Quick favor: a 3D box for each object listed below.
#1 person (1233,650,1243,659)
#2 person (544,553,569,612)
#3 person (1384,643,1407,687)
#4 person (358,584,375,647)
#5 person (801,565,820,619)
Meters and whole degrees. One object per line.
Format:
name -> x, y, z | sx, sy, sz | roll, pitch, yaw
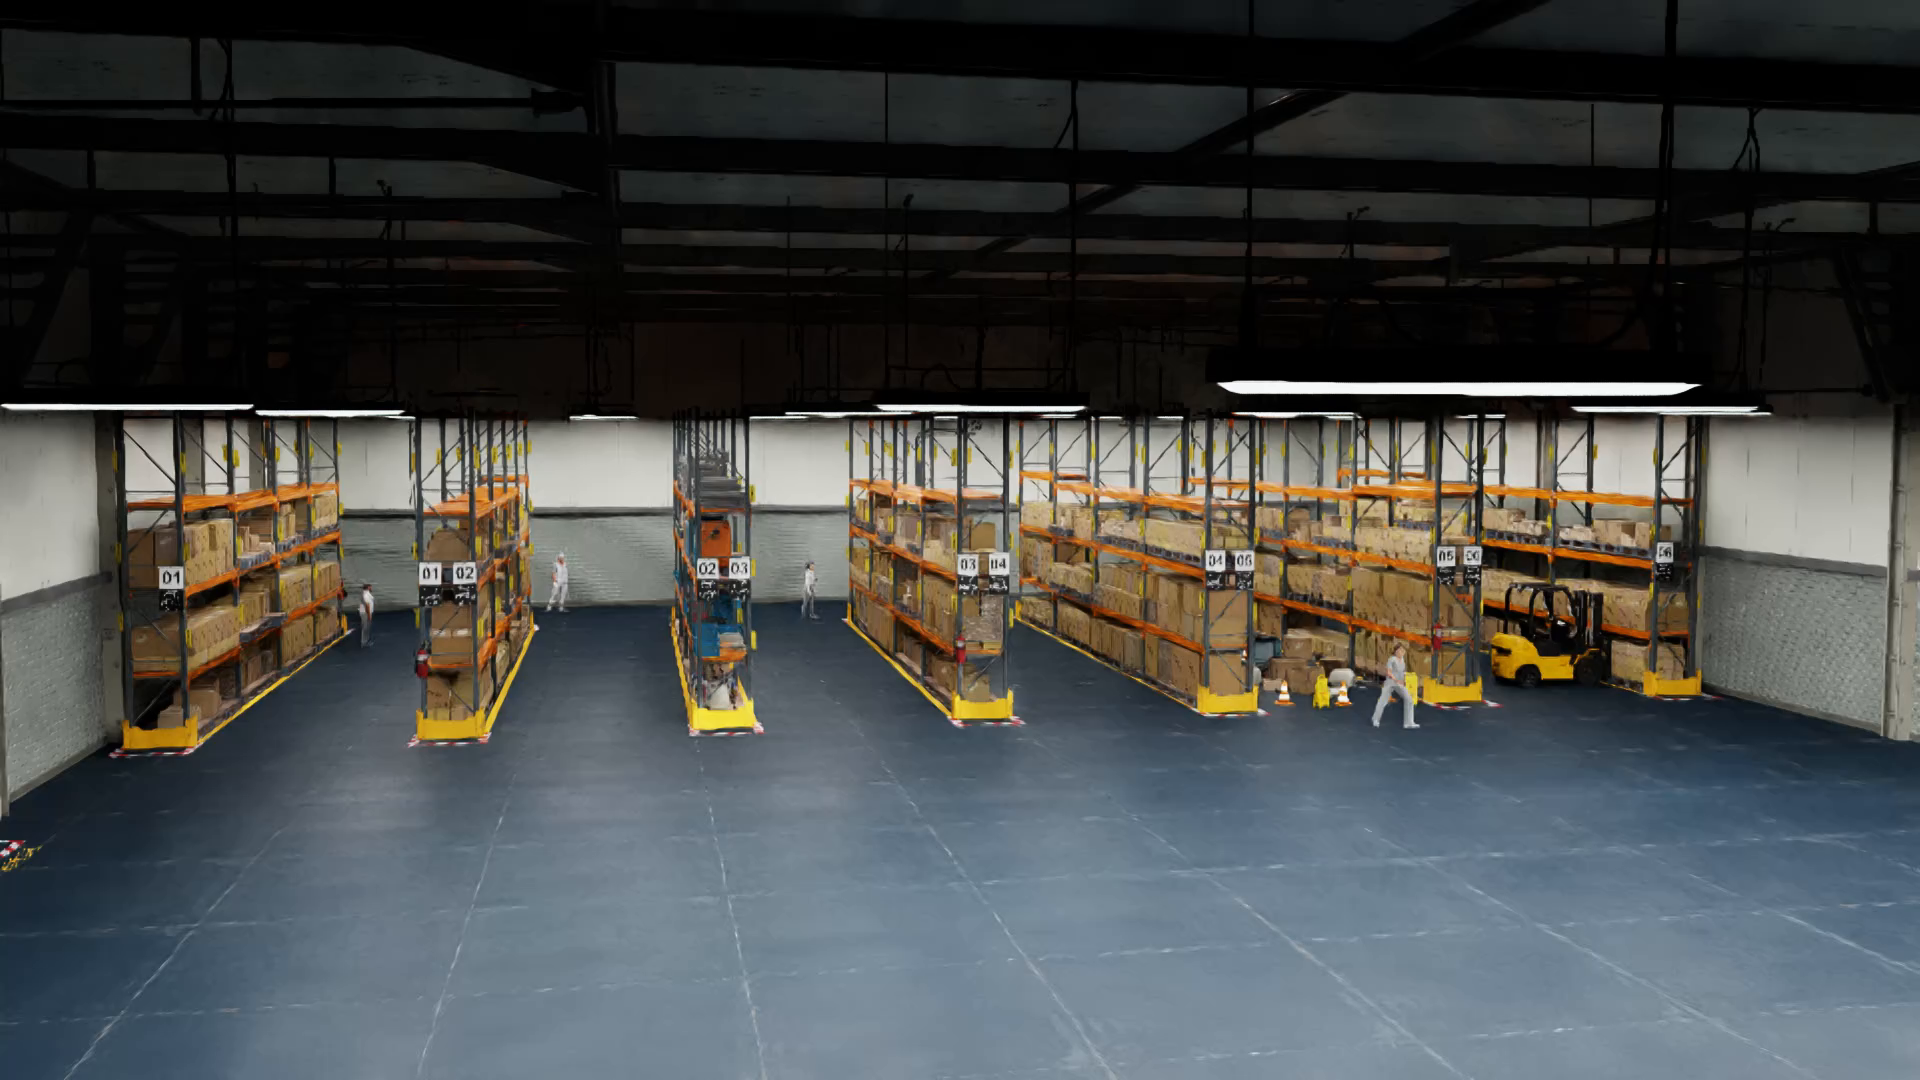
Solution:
person -> 6.460, 2.021, 39.463 | 0.580, 1.763, 0.673 | 1, 4, 18
person -> -12.149, 1.281, 50.050 | 0.500, 1.784, 0.729 | 3, 5, 36
person -> 8.171, 2.362, 30.949 | 0.556, 0.908, 0.534 | -2, 5, -28
person -> -15.109, 1.871, 42.373 | 0.373, 1.655, 0.631 | -2, 4, -23
person -> -4.385, 1.455, 48.387 | 0.463, 1.659, 0.575 | 1, 4, 14
